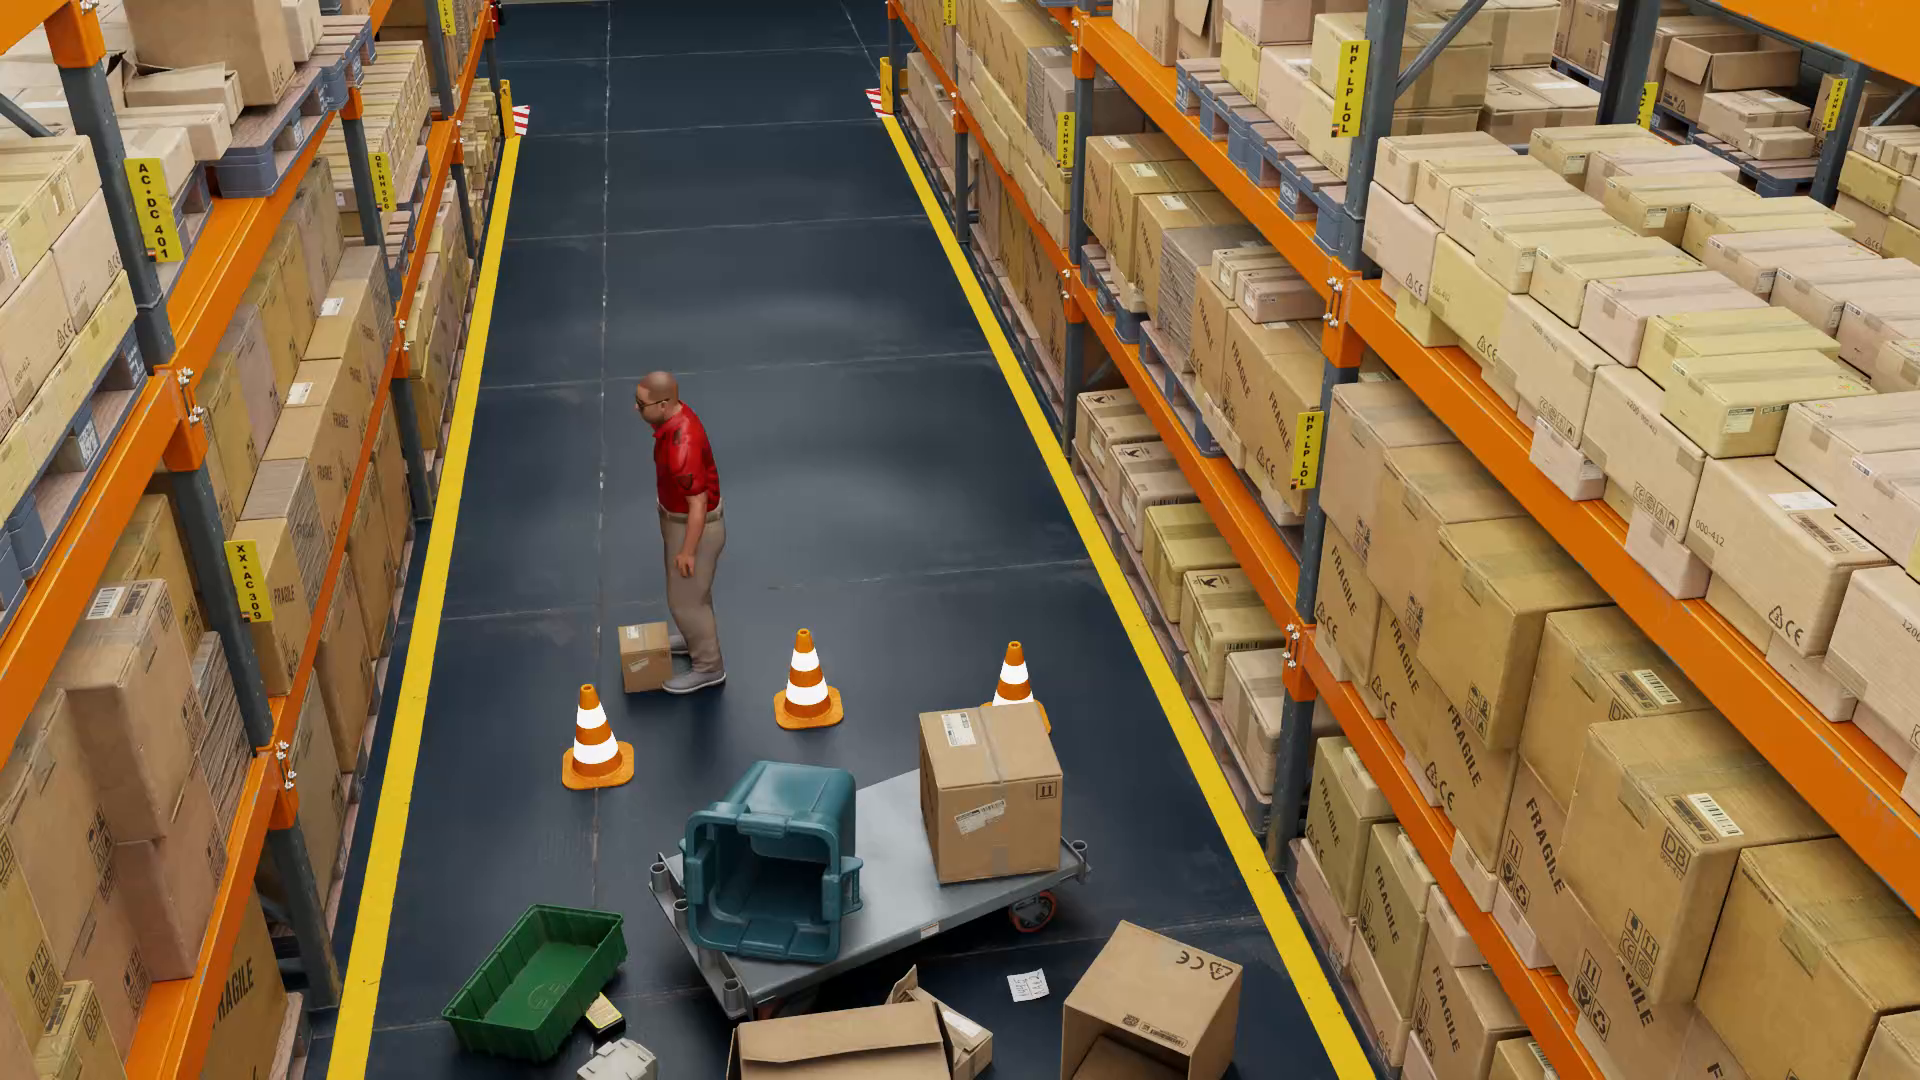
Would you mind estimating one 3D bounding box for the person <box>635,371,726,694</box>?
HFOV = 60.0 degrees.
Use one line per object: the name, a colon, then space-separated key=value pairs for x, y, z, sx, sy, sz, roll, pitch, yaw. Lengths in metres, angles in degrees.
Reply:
person: x=-1.367 y=-0.060 z=8.247 sx=0.393 sy=1.726 sz=0.606 roll=-7 pitch=31 yaw=-12
